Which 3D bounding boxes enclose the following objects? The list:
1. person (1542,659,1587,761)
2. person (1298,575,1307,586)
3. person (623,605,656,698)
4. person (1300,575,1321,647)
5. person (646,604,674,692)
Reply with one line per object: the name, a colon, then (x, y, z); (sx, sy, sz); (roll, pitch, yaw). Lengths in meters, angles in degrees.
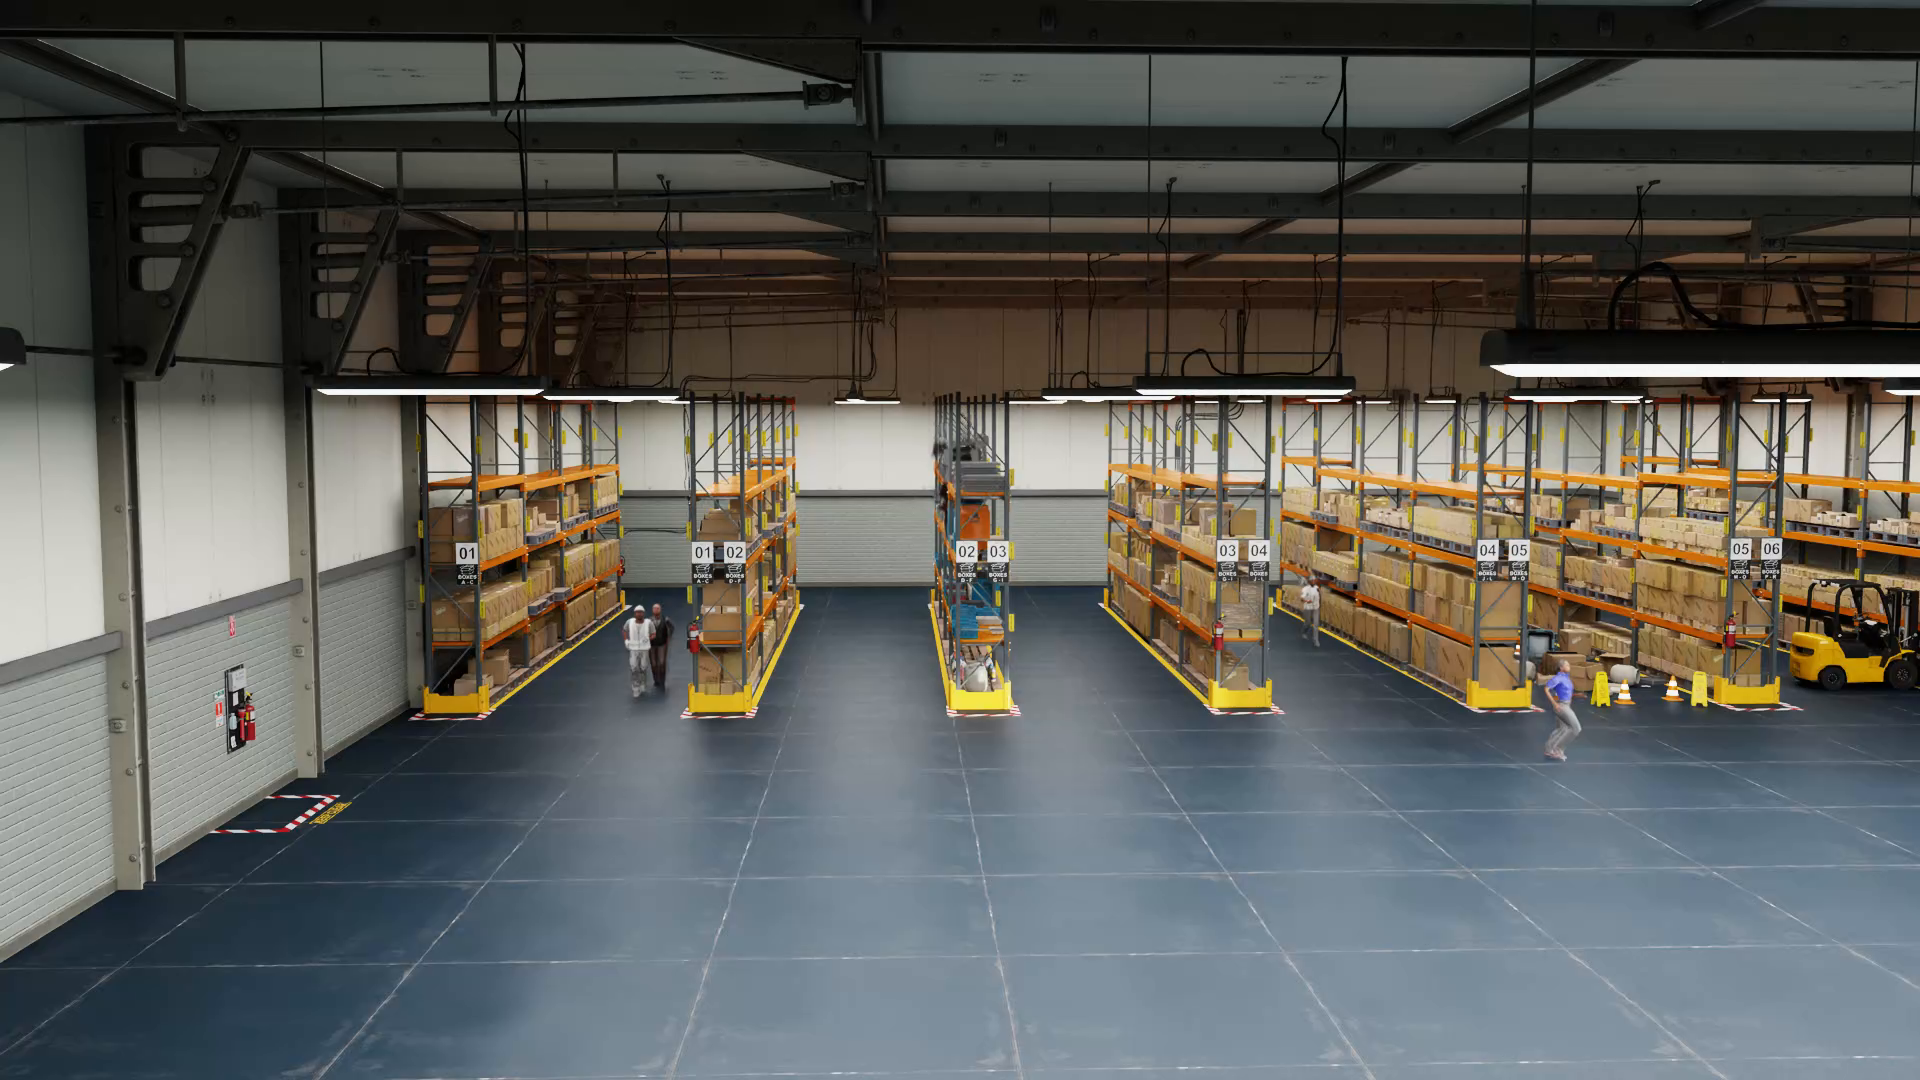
person: (9.782, 2.745, 26.899); (0.657, 1.644, 0.545); (3, 5, 29)
person: (10.156, 0.973, 48.994); (0.492, 1.656, 0.604); (0, 5, -1)
person: (-6.348, 2.214, 32.946); (0.661, 1.845, 0.686); (-1, 5, -10)
person: (8.440, 1.667, 39.955); (0.578, 1.699, 0.920); (-1, 5, -8)
person: (-6.115, 2.177, 33.623); (0.637, 1.763, 0.711); (0, 5, -3)
